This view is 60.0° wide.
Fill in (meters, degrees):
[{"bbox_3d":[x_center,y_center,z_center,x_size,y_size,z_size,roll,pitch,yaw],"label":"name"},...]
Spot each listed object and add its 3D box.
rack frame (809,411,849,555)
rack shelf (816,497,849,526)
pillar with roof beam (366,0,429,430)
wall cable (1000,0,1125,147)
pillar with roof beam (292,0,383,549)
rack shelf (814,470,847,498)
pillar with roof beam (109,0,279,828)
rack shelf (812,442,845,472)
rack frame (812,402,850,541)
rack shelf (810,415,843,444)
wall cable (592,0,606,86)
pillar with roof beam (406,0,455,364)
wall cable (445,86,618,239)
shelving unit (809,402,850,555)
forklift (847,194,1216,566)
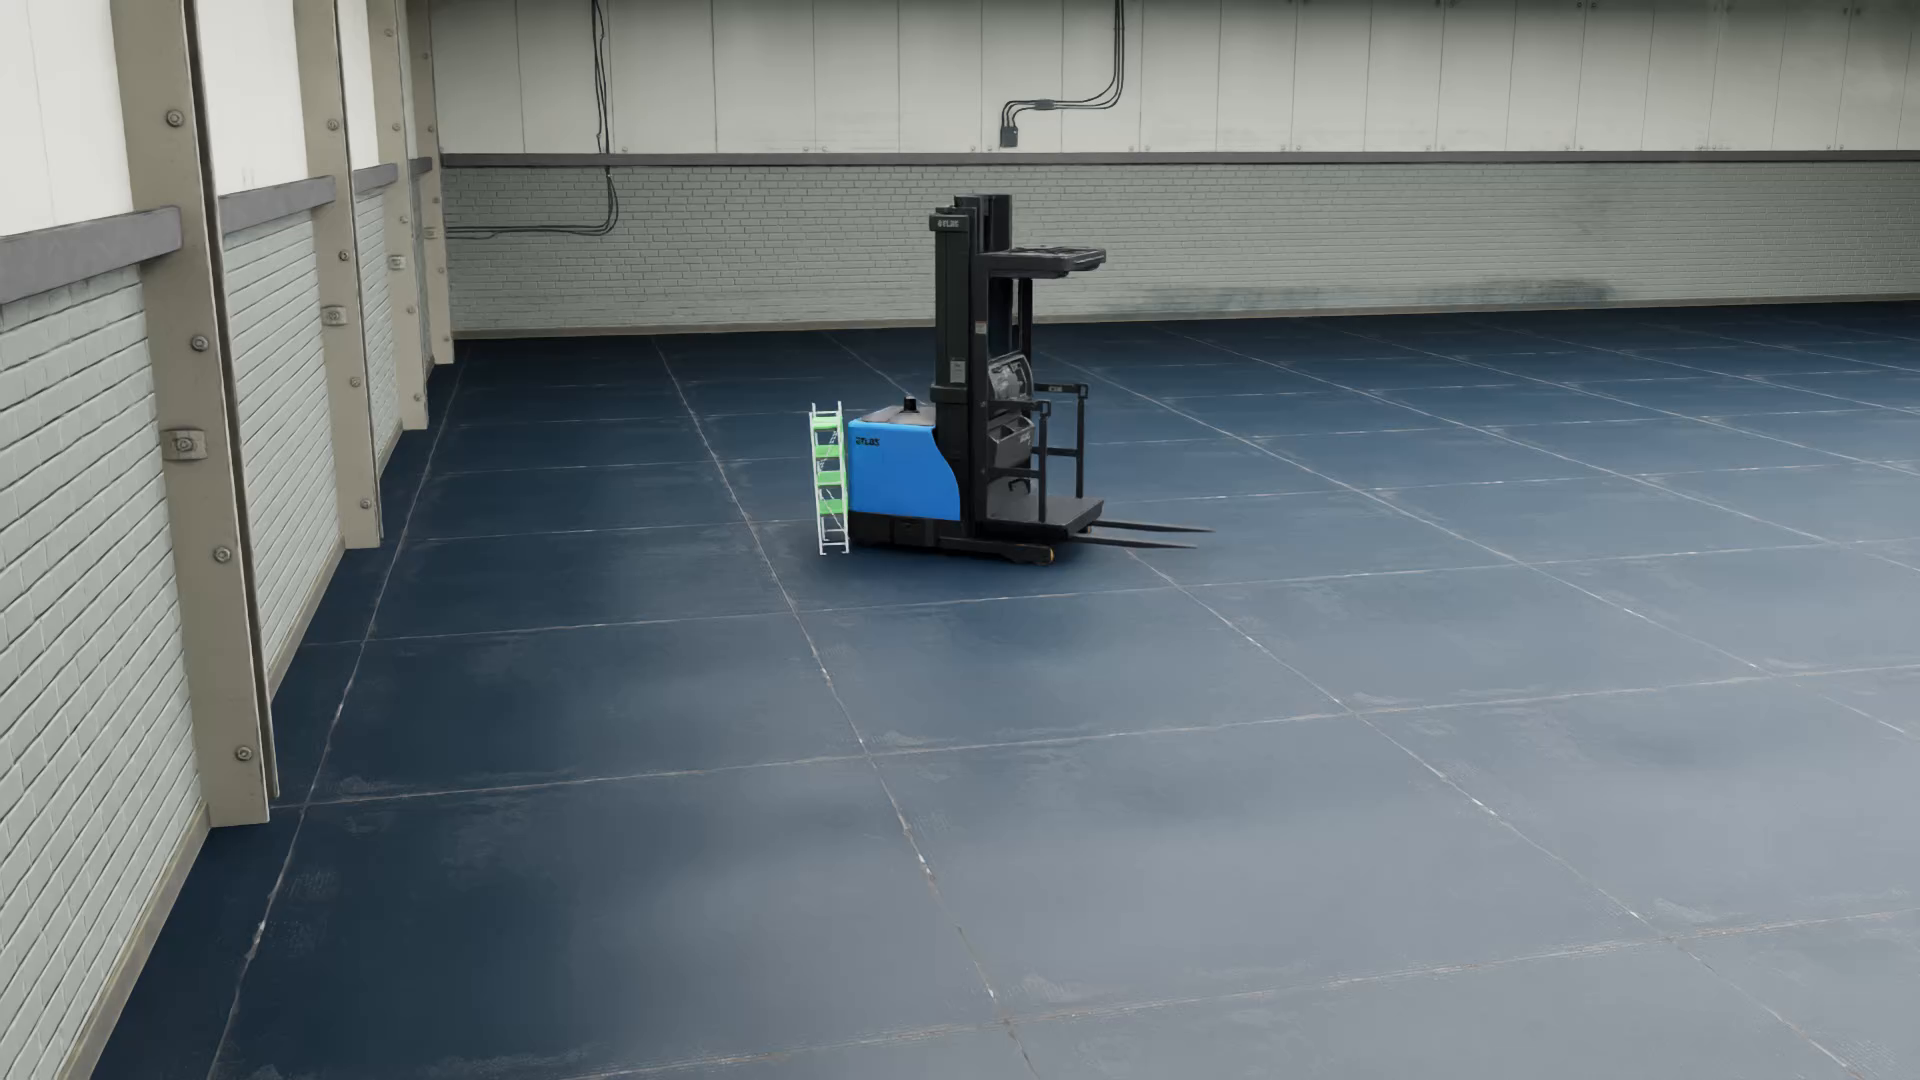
[{"bbox_3d":[-1.084,-0.469,13.787,0.240,1.200,0.015,-4,14,-1],"label":"rack frame"},{"bbox_3d":[-1.076,-0.232,14.097,0.258,0.148,0.480,-4,14,-1],"label":"rack shelf"},{"bbox_3d":[-2.372,-5.971,19.907,9.100,9.000,0.400,-3,14,-13],"label":"pillar with roof beam"},{"bbox_3d":[1.859,-10.046,29.421,2.305,6.003,0.169,-3,14,-13],"label":"wall cable"},{"bbox_3d":[-0.963,-4.587,14.241,9.100,9.000,0.400,-3,14,-13],"label":"pillar with roof beam"},{"bbox_3d":[-1.089,-0.464,14.039,0.258,0.148,0.480,-4,14,-1],"label":"rack shelf"},{"bbox_3d":[0.446,-3.203,8.576,9.100,9.000,0.400,-3,14,-13],"label":"pillar with roof beam"},{"bbox_3d":[-1.102,-0.697,13.982,0.258,0.148,0.480,-4,14,-1],"label":"rack shelf"},{"bbox_3d":[-1.101,-0.584,14.261,0.240,1.200,0.015,-4,14,-1],"label":"rack frame"},{"bbox_3d":[-1.115,-0.930,13.925,0.258,0.148,0.480,-4,14,-1],"label":"rack shelf"},{"bbox_3d":[-4.743,-8.964,28.060,3.097,2.526,0.112,-3,14,-13],"label":"wall cable"},{"bbox_3d":[-3.781,-7.355,25.572,9.100,9.000,0.400,-3,14,-13],"label":"pillar with roof beam"},{"bbox_3d":[-7.373,-6.360,28.042,3.097,2.526,0.112,-3,14,-13],"label":"wall cable"},{"bbox_3d":[-1.093,-0.526,14.024,0.258,1.200,0.503,-4,14,-1],"label":"shelving unit"},{"bbox_3d":[0.607,-1.354,13.792,3.031,2.935,1.130,5,15,21],"label":"forklift"}]
